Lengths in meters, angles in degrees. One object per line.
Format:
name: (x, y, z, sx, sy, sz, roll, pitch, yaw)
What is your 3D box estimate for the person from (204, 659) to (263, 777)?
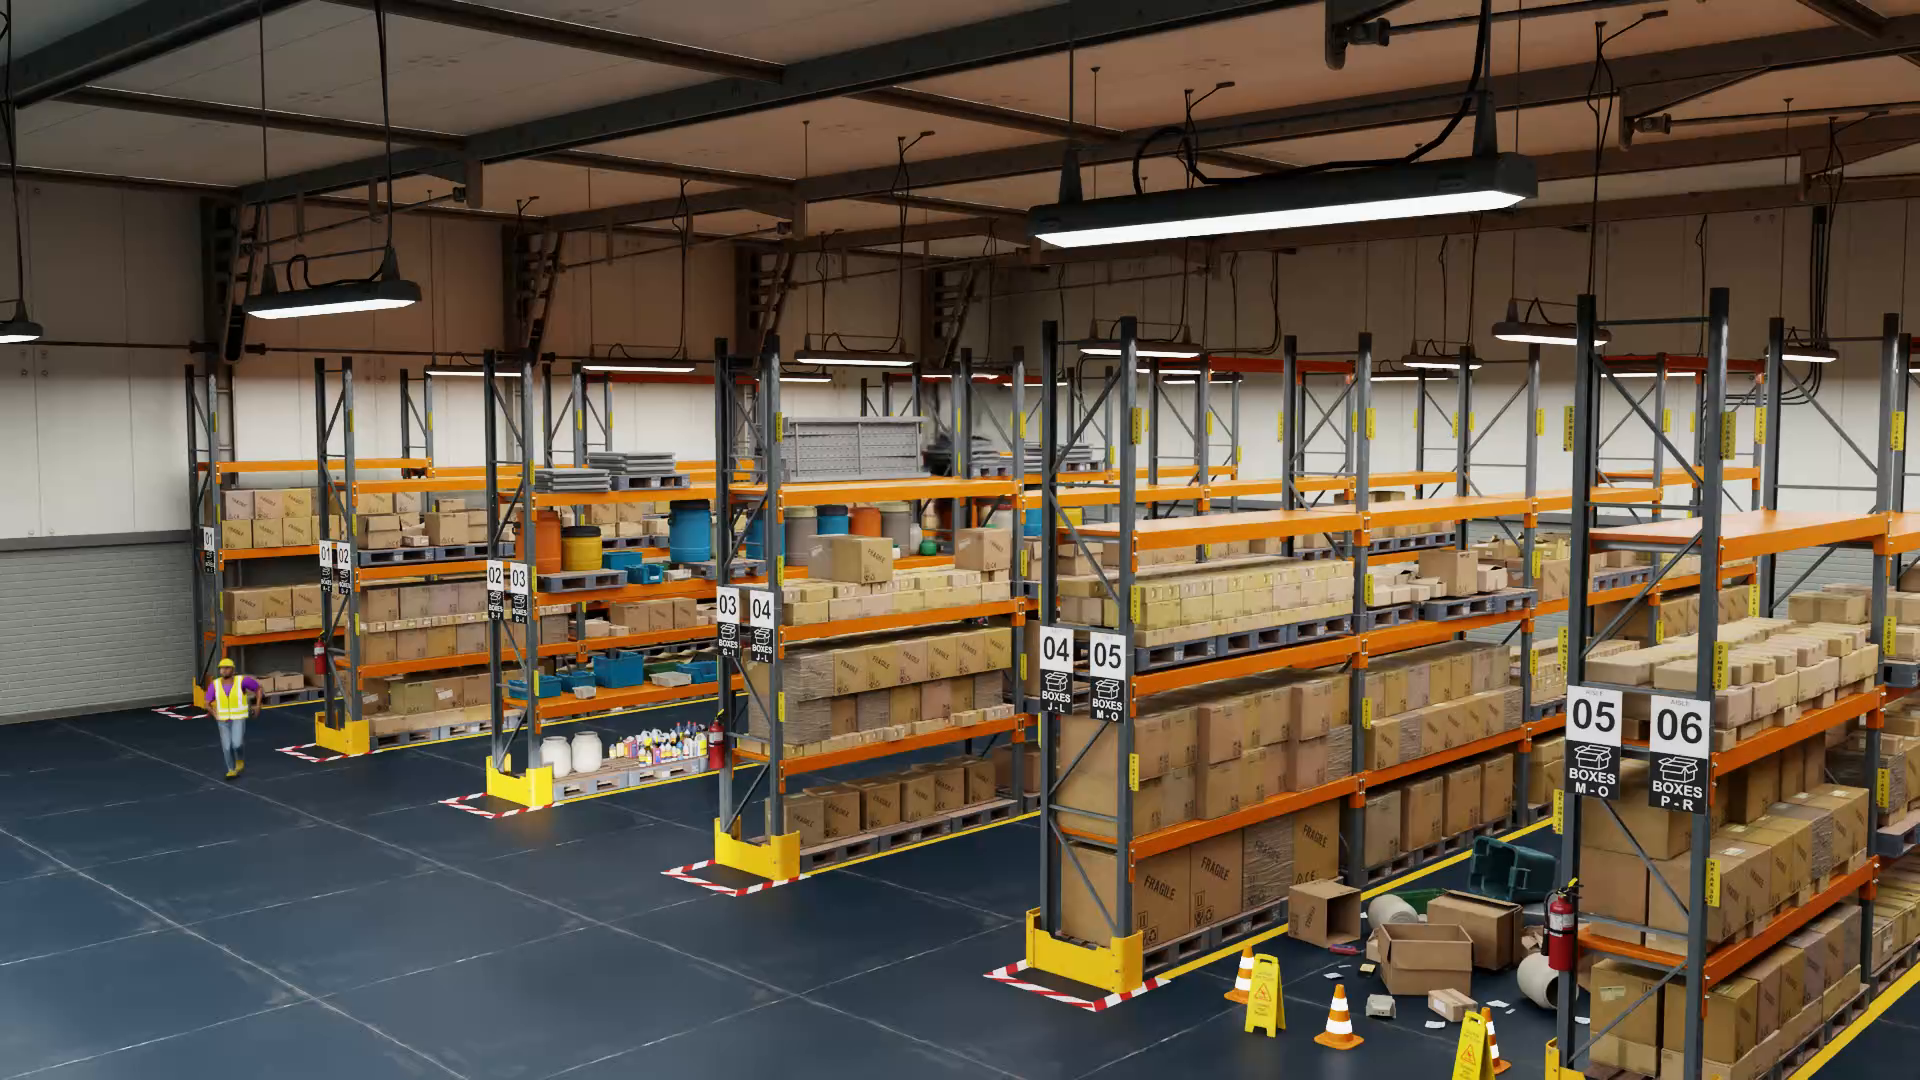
person: (-10.202, 2.512, 23.314, 0.724, 1.715, 0.721, -1, 4, -11)
